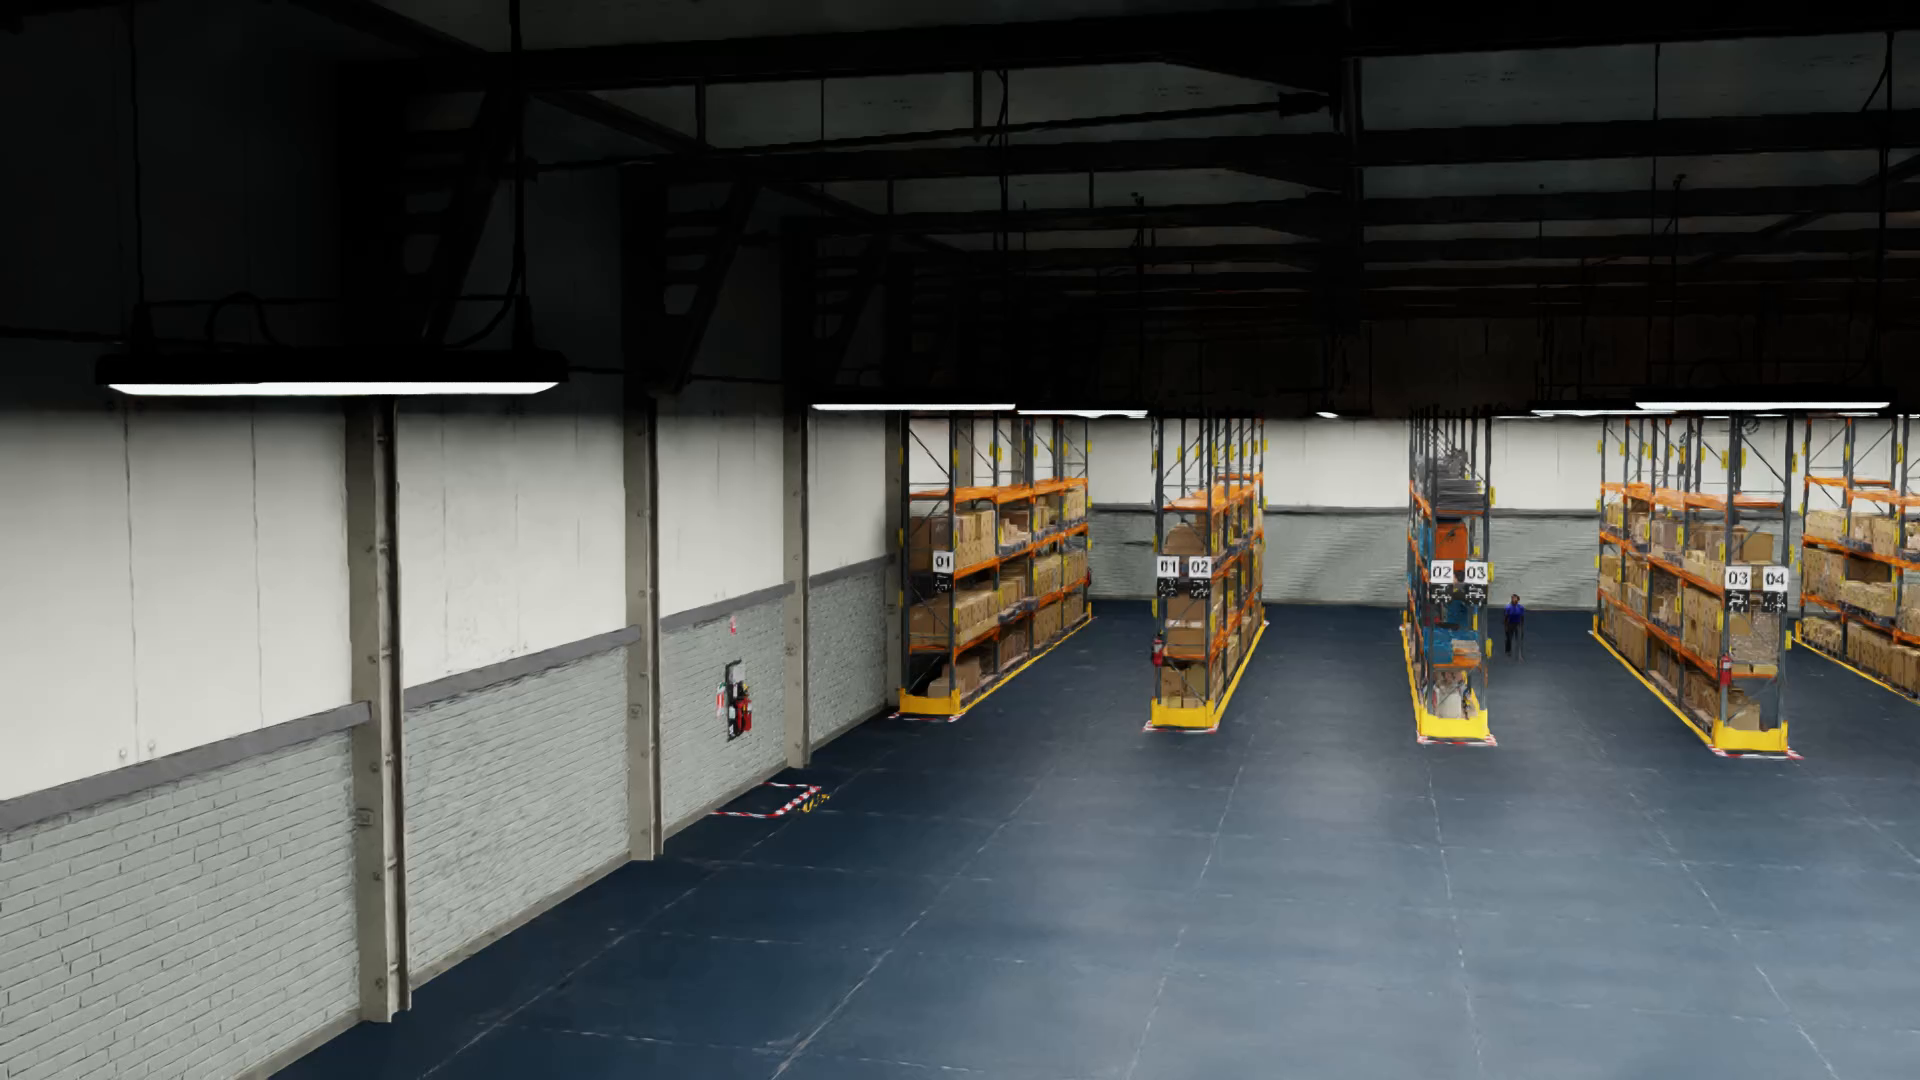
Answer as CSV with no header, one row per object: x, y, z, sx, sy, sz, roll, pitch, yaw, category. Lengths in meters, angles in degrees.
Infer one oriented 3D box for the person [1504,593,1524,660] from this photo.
13.281,2.106,39.905,0.446,1.470,1.088,1,4,12,person
